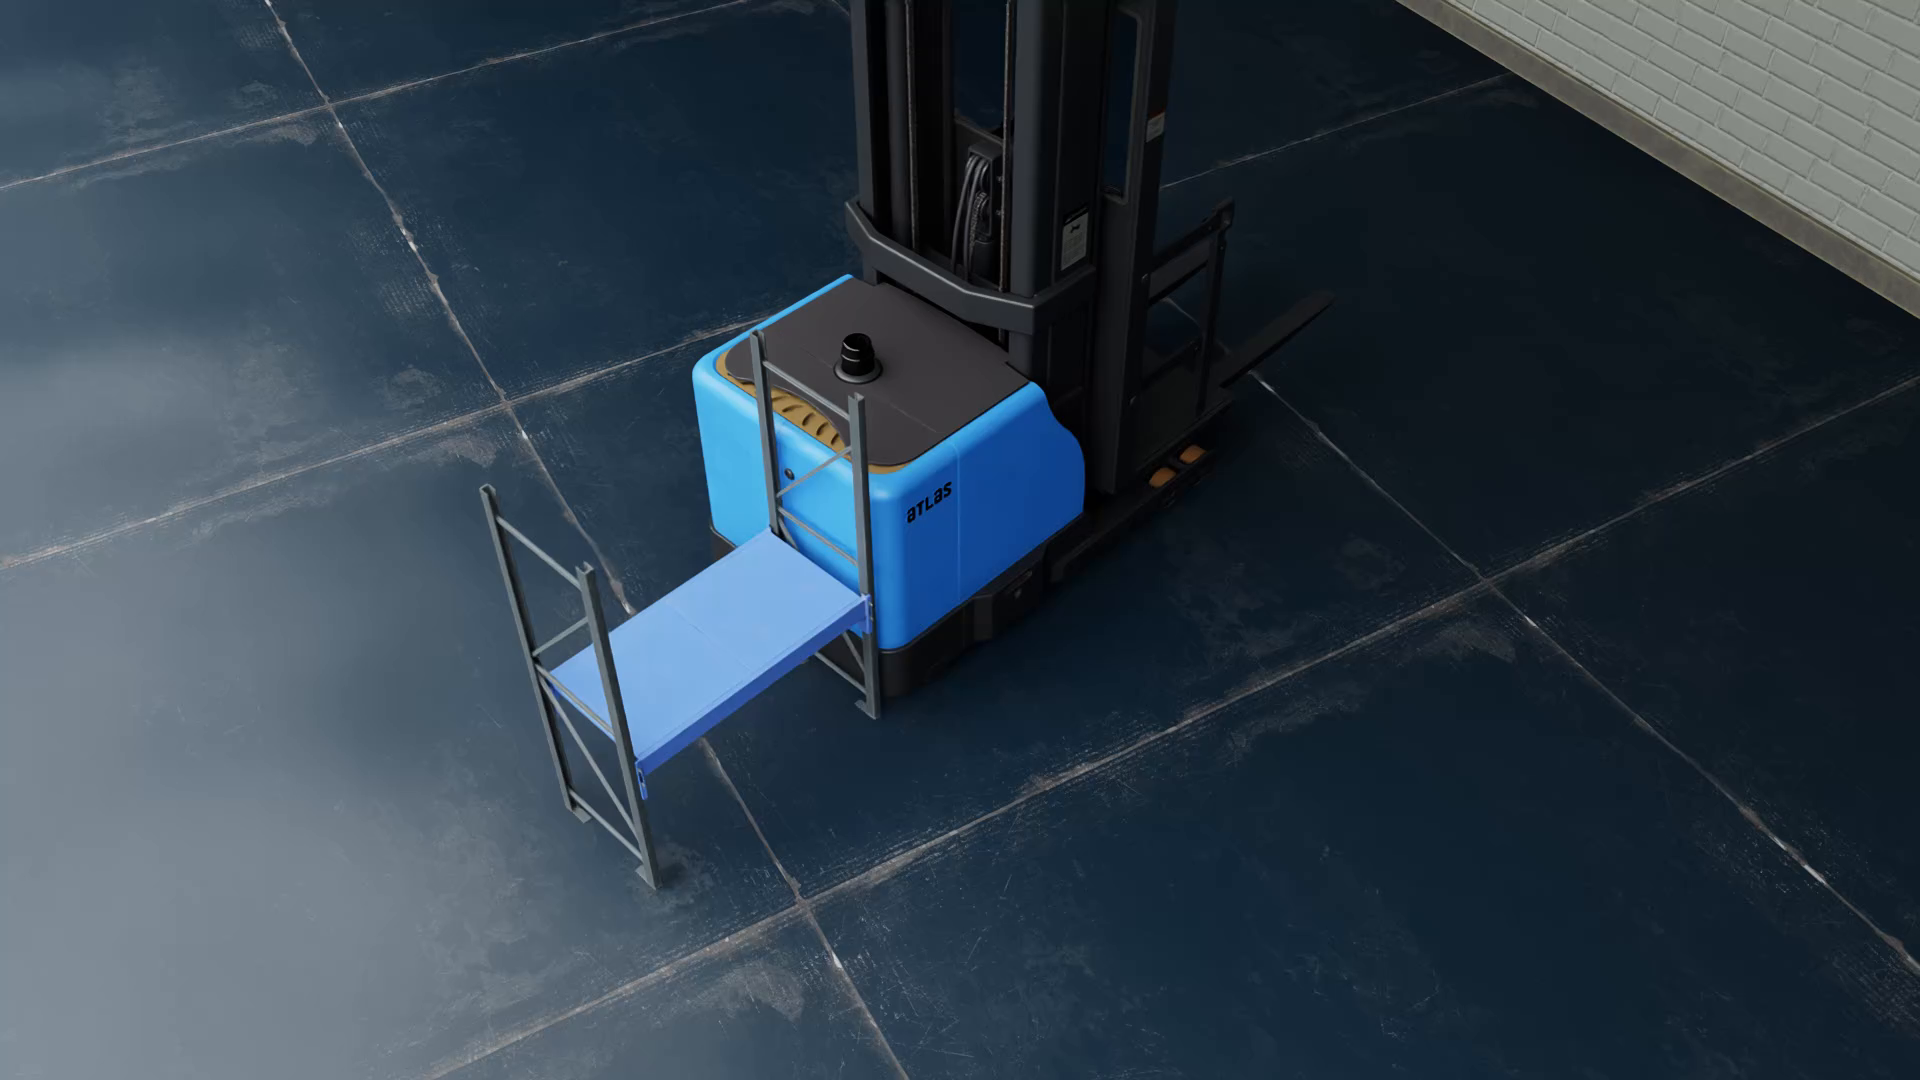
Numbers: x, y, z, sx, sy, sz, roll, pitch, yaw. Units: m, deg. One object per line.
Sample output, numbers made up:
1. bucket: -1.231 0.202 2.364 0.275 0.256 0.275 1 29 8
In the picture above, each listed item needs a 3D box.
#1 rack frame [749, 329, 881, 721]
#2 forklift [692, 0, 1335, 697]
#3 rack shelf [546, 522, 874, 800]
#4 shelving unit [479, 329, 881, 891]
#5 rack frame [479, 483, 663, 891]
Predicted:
1. rack frame: -0.479 -0.007 5.680 0.500 1.500 0.032 34 53 30
2. forklift: 0.422 -1.410 6.099 1.130 2.935 3.031 34 53 30
3. rack shelf: -0.831 0.377 5.543 0.538 0.185 1.000 34 53 30
4. shelving unit: -0.831 0.248 5.417 0.538 1.500 1.048 34 53 30
5. rack frame: -1.184 0.503 5.154 0.500 1.500 0.032 34 53 30
